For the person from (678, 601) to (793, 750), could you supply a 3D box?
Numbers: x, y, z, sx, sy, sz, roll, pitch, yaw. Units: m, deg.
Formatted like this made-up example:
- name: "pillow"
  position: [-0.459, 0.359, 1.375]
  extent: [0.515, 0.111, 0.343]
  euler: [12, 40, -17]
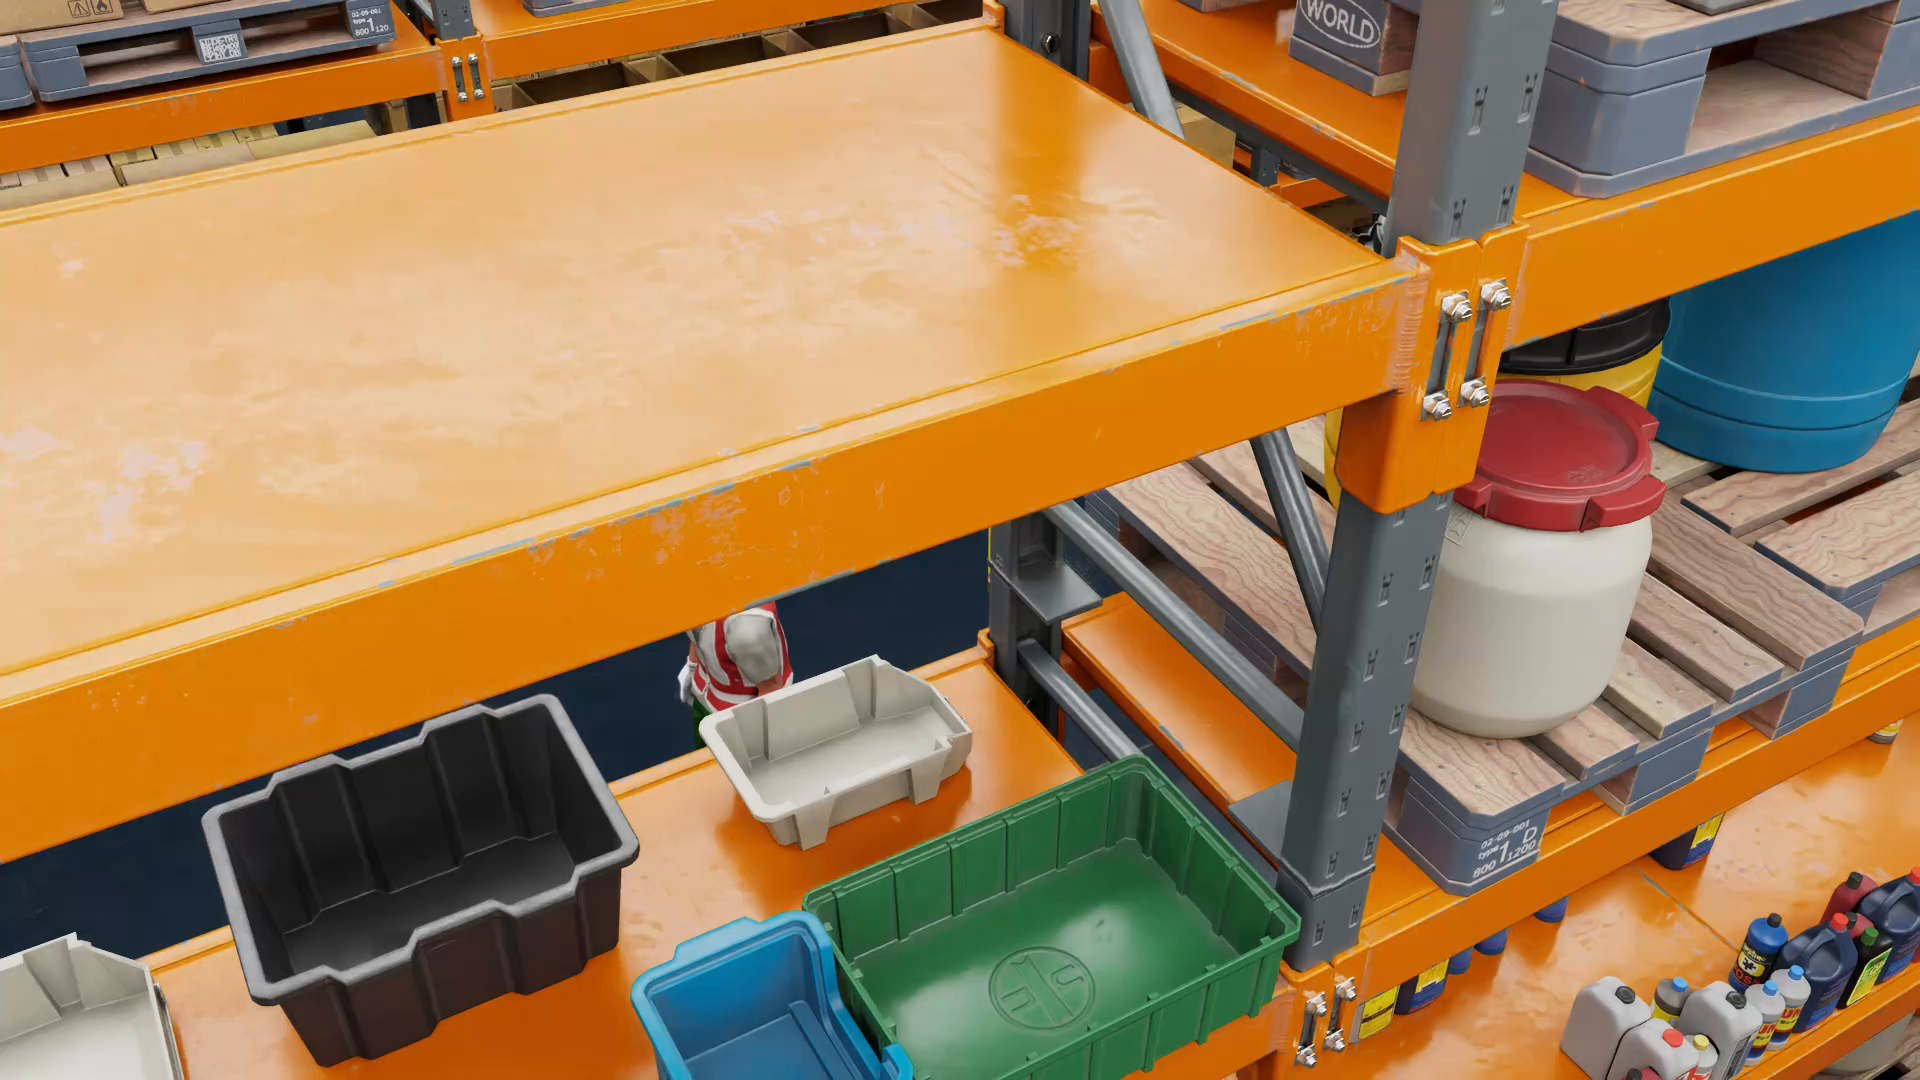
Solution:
- name: "person"
  position: [-0.851, 0.617, 6.082]
  extent: [0.451, 1.778, 0.611]
  euler: [-21, 42, -26]
